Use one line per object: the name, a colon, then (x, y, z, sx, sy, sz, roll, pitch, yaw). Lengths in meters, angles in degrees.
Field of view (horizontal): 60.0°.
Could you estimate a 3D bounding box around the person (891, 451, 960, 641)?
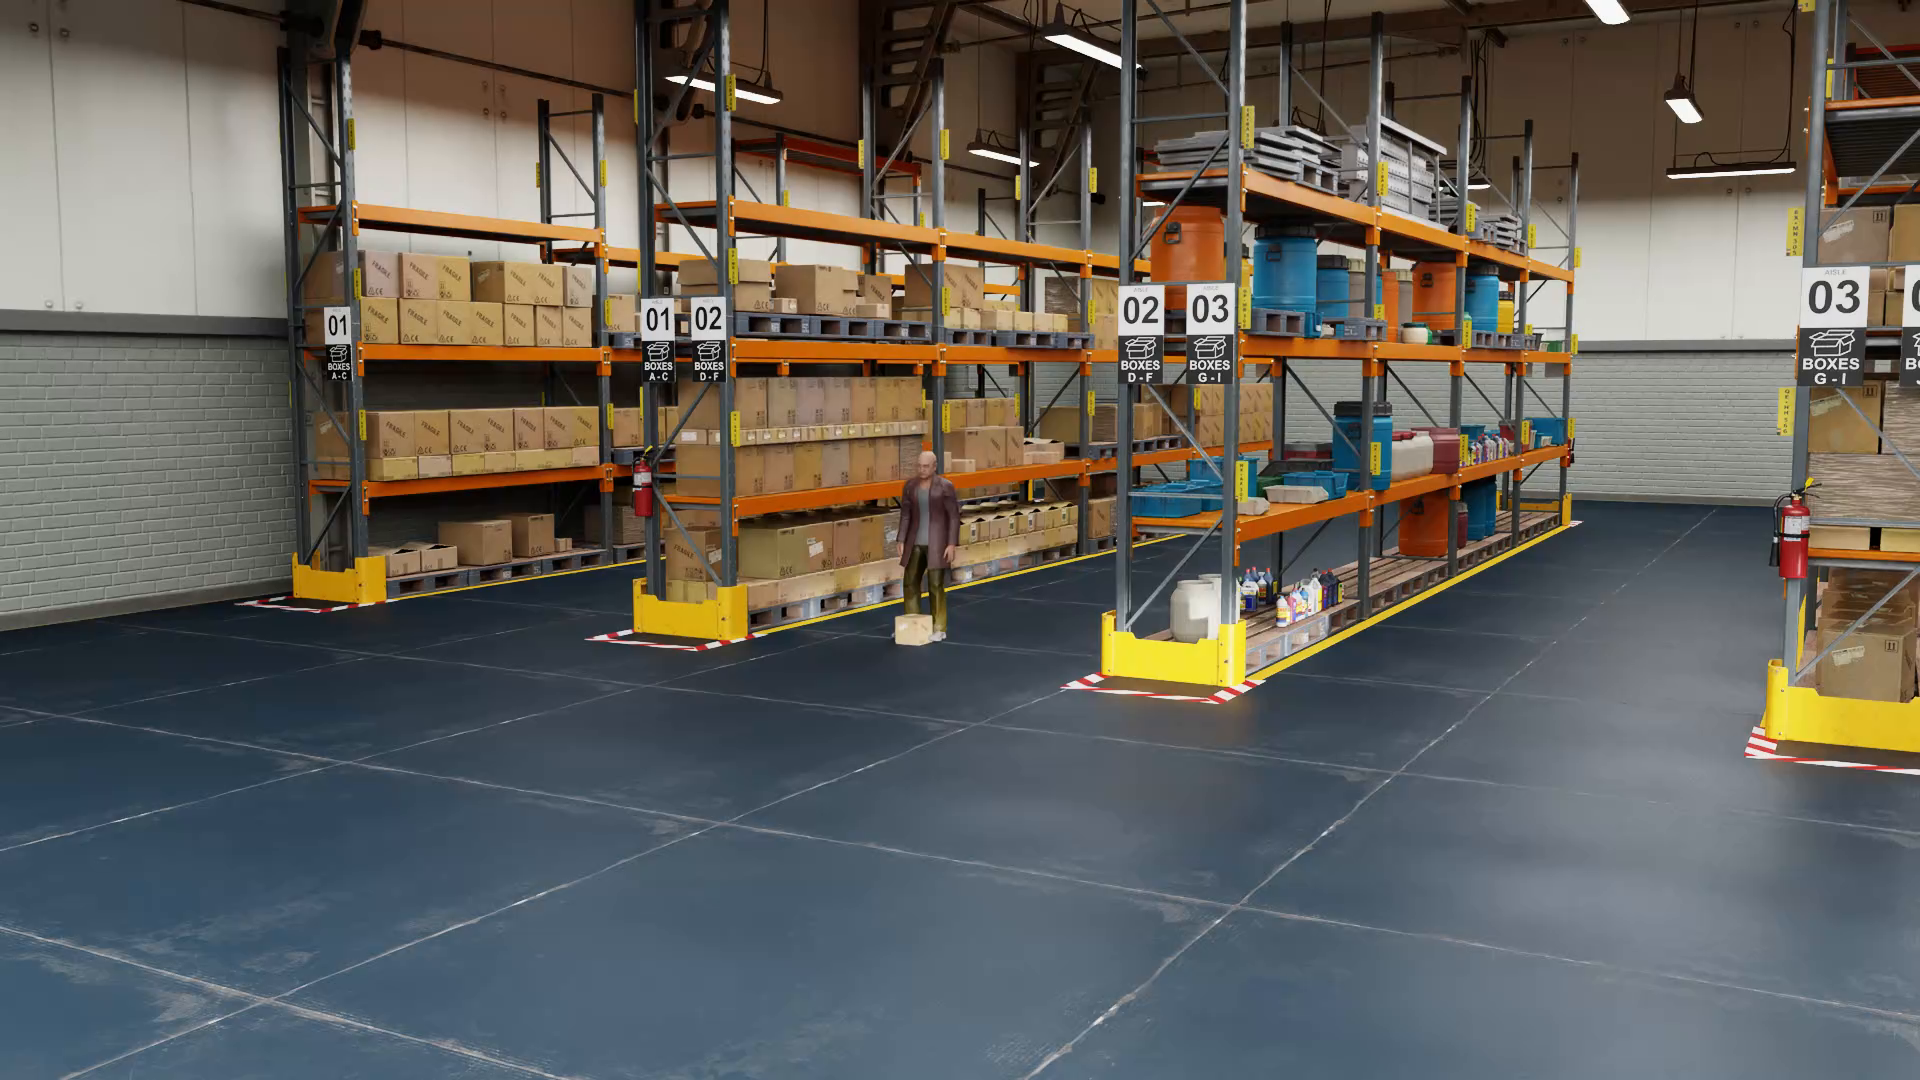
person: (-0.309, 0.051, 15.574, 0.644, 1.772, 0.429, 3, 6, 26)
